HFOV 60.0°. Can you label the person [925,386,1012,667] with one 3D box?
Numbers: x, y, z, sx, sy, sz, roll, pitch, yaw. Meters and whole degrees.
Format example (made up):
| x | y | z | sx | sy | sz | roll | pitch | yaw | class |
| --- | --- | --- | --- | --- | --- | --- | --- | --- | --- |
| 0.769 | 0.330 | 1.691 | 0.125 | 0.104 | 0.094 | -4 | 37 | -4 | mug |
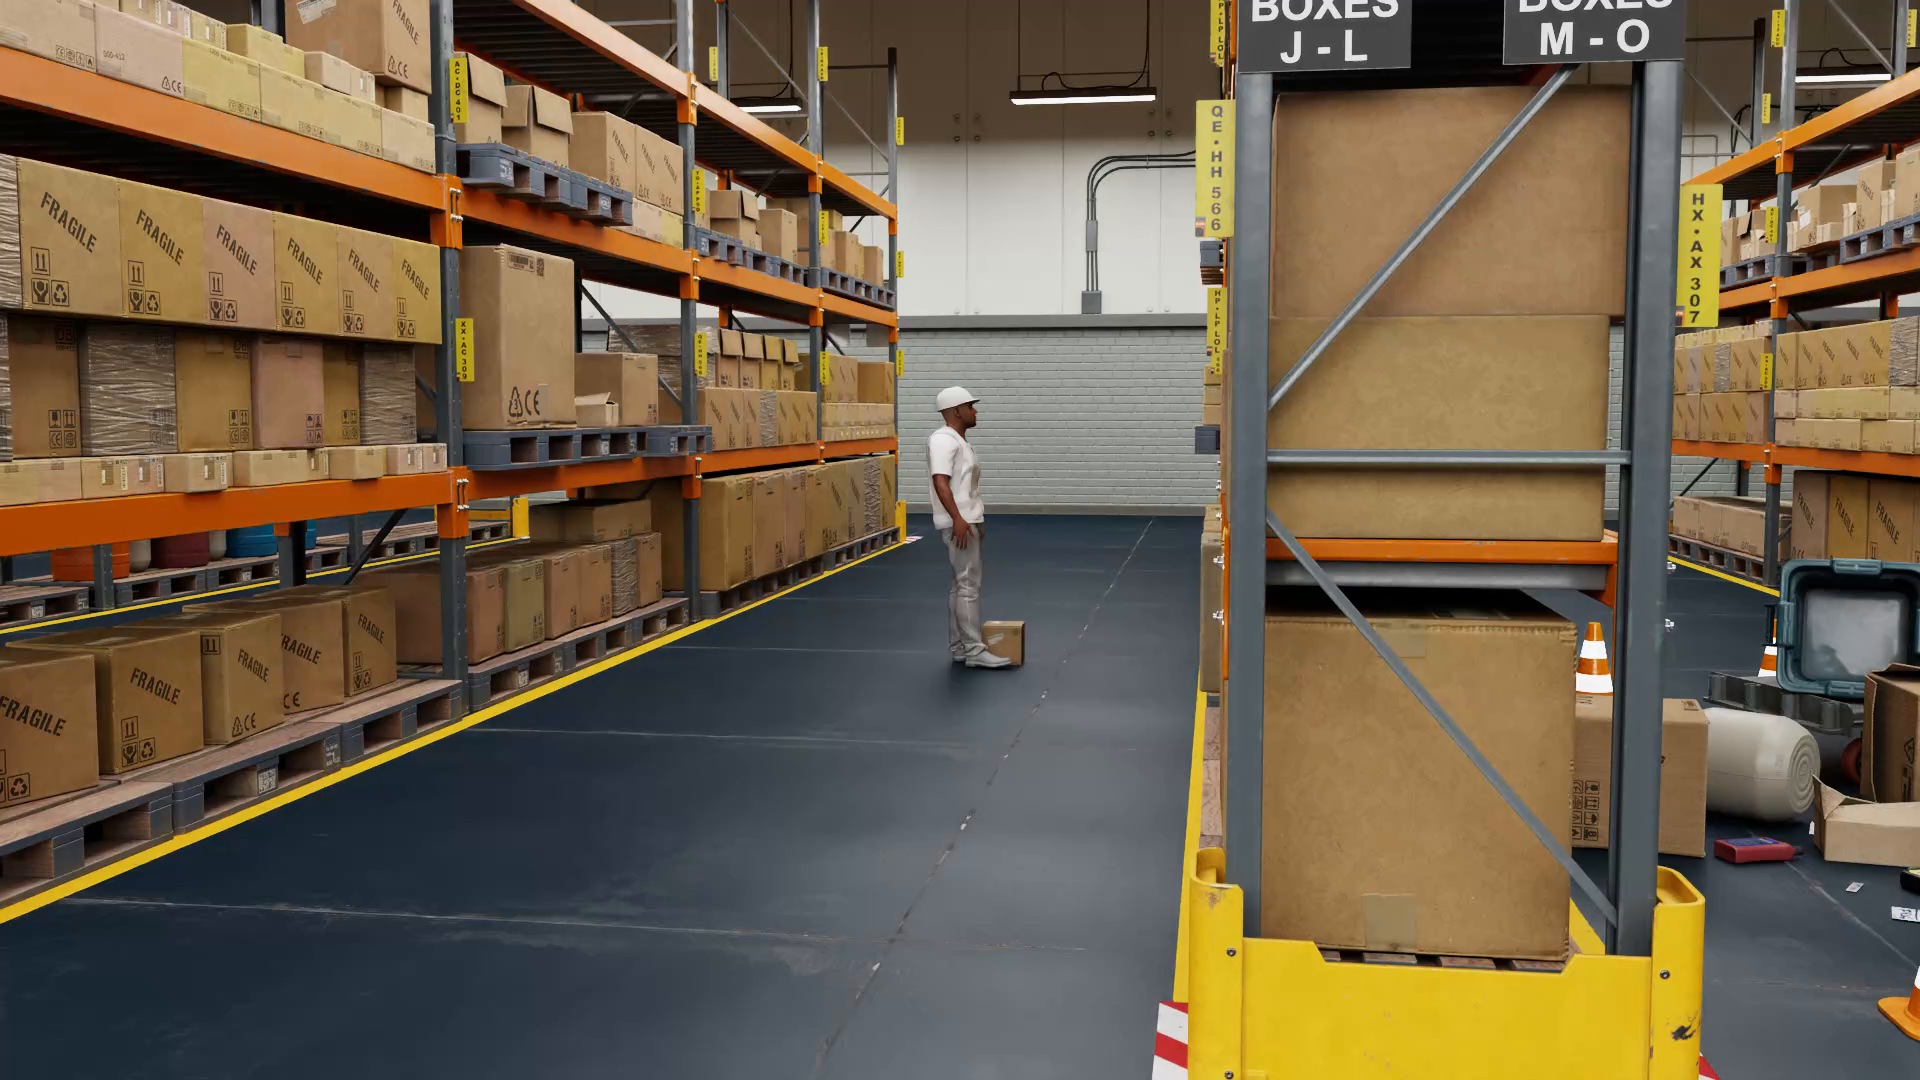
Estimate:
| x | y | z | sx | sy | sz | roll | pitch | yaw | class |
| --- | --- | --- | --- | --- | --- | --- | --- | --- | --- |
| 0.080 | -0.100 | 10.667 | 0.577 | 1.765 | 0.666 | 1 | 4 | 9 | person |
